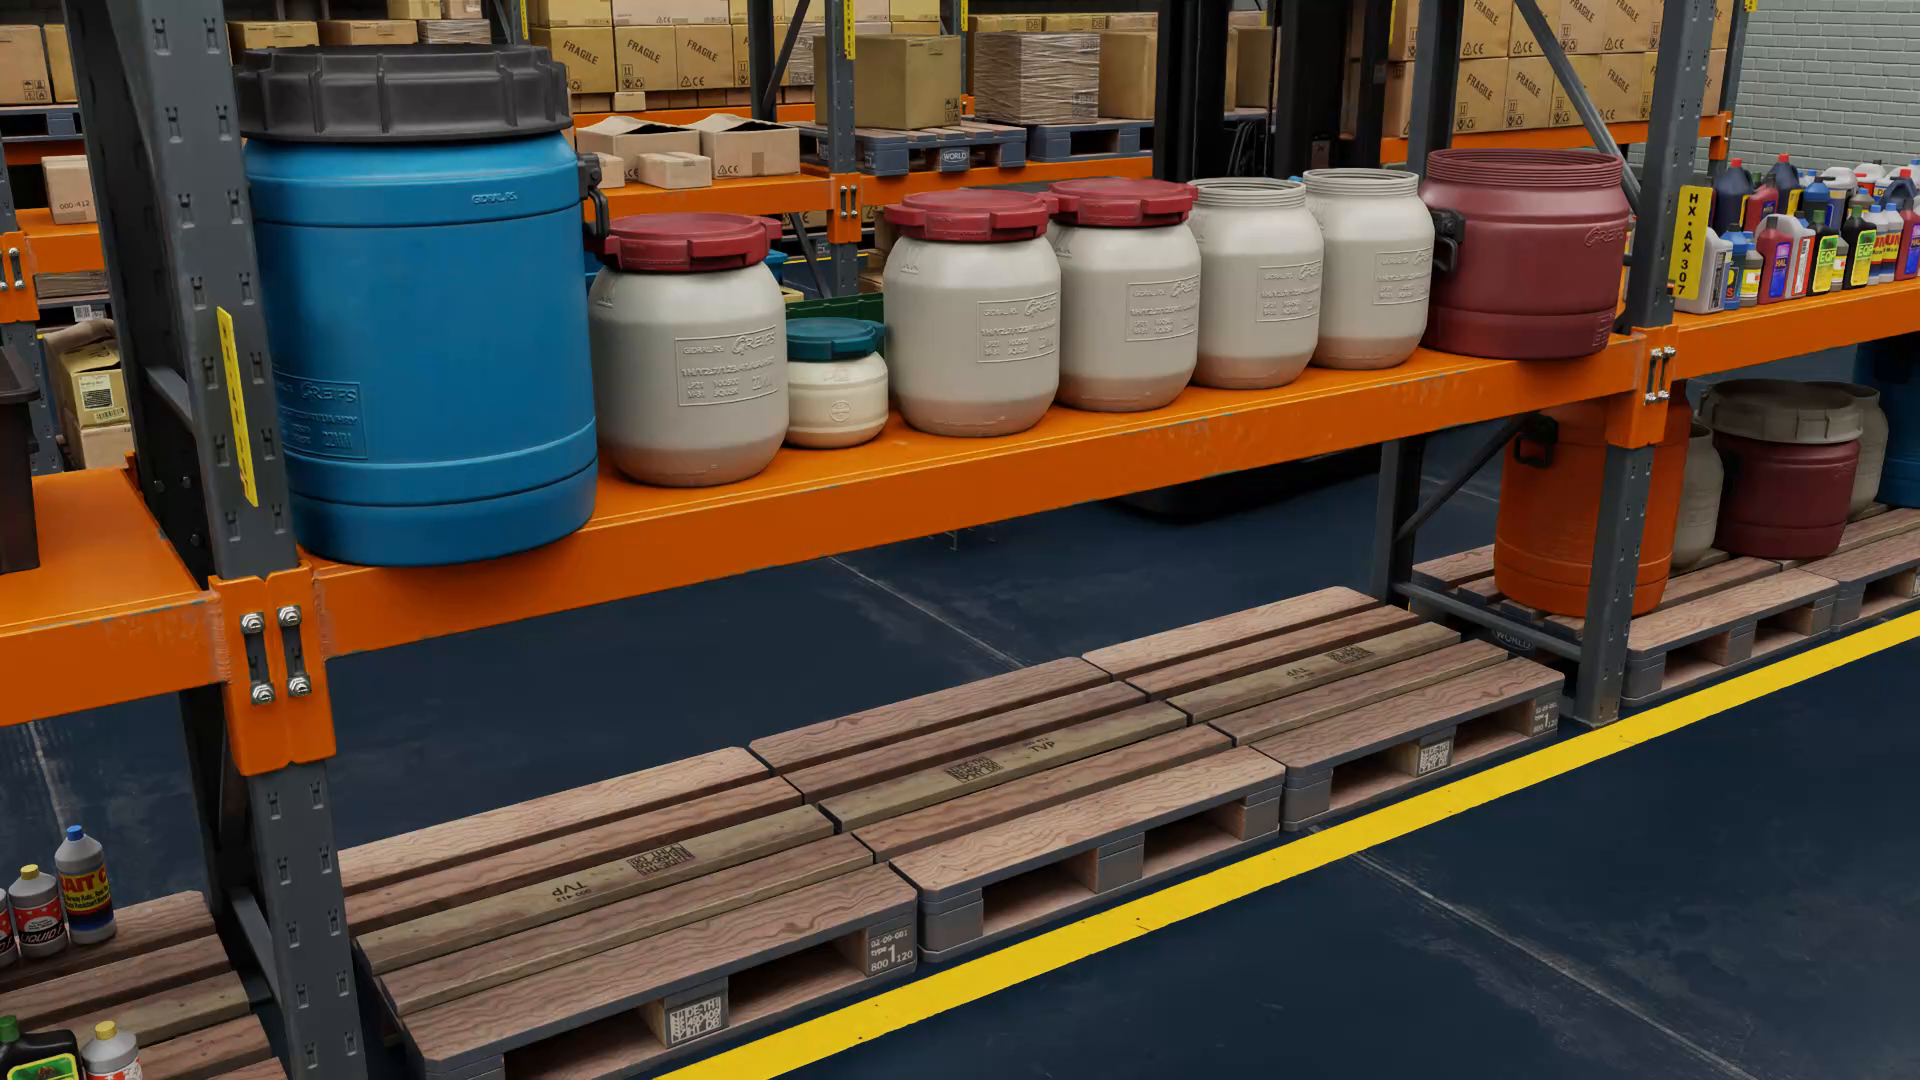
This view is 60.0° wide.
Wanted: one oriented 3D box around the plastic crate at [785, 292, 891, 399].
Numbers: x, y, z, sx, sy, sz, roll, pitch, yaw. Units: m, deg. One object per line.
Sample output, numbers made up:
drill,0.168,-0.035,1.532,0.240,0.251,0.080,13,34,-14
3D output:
plastic crate,-0.204,-0.521,4.434,0.662,0.188,0.450,-12,22,-31

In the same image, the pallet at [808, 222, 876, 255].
pallet,-0.874,-2.821,15.261,1.213,0.211,1.003,-12,22,-31

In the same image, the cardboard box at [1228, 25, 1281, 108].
cardboard box,1.938,-3.197,11.206,0.700,0.500,0.500,14,23,35

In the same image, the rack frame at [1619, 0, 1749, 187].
rack frame,5.798,-3.679,13.443,0.127,3.000,1.000,-12,22,-31

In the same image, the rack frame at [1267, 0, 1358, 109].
rack frame,2.457,-2.974,11.359,0.127,3.000,1.000,-12,22,-31

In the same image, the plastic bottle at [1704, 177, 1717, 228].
plastic bottle,2.895,-1.275,6.516,0.133,0.283,0.061,-12,22,-31

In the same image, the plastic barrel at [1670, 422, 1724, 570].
plastic barrel,2.659,-0.179,6.318,0.421,0.512,0.421,0,19,0

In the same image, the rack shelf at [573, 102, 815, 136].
rack shelf,-1.941,-3.605,14.349,4.000,0.370,1.077,-12,22,-31

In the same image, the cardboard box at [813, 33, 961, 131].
cardboard box,-0.420,-2.657,9.609,0.700,0.500,0.500,14,23,35

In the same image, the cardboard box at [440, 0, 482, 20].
cardboard box,-3.883,-4.088,12.798,0.250,0.149,0.380,-16,24,-38

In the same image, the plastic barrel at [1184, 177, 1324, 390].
plastic barrel,0.744,-0.684,4.411,0.421,0.512,0.421,0,19,0

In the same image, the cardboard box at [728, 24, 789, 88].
cardboard box,-1.777,-4.080,13.976,0.500,0.500,0.500,-11,22,-30

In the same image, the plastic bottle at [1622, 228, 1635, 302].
plastic bottle,2.293,-0.916,5.464,0.135,0.276,0.152,-12,22,-31

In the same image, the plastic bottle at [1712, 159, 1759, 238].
plastic bottle,3.051,-1.324,6.555,0.185,0.351,0.144,-12,22,-31

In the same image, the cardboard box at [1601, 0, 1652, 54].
cardboard box,4.725,-3.866,12.279,0.500,0.500,0.500,-11,22,-30

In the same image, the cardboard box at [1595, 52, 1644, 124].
cardboard box,4.722,-3.396,12.449,0.500,0.500,0.500,-12,22,-31

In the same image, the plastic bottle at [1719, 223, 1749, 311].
plastic bottle,2.488,-0.886,5.383,0.097,0.271,0.097,0,19,0

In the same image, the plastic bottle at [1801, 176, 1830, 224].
plastic bottle,3.420,-1.318,6.661,0.097,0.271,0.097,0,19,0

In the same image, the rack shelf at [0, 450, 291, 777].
rack shelf,-3.174,0.454,2.343,4.000,0.370,1.077,-12,22,-31

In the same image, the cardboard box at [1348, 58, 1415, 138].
cardboard box,3.033,-3.038,11.393,0.500,0.500,0.500,-11,22,-30

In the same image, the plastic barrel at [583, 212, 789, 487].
plastic barrel,-0.584,-0.414,3.573,0.433,0.535,0.433,0,19,0

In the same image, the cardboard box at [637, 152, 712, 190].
cardboard box,-1.483,-1.918,8.628,0.250,0.149,0.380,-12,22,-31

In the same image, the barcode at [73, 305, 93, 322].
barcode,-3.782,-0.978,7.170,0.075,0.075,0.001,-12,22,-31

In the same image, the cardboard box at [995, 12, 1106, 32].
cardboard box,0.804,-4.659,15.874,0.700,0.700,0.980,-13,22,-33

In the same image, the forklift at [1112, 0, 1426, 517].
forklift,1.733,-1.865,8.184,3.031,2.935,1.130,-15,24,-38

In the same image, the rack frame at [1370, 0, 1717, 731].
rack frame,1.837,-0.944,5.354,0.127,3.000,1.000,-12,22,-31

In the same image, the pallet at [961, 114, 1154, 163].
pallet,0.738,-2.522,10.322,1.213,0.211,1.003,-12,22,-31

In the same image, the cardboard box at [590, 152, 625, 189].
cardboard box,-1.918,-1.911,8.606,0.250,0.149,0.380,-10,21,-27

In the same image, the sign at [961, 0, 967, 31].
sign,0.036,-4.666,14.679,0.005,0.325,0.100,-12,22,-31

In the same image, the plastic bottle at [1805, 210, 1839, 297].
plastic bottle,2.900,-0.971,5.617,0.133,0.283,0.061,-12,22,-31

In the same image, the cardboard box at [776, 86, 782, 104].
cardboard box,-1.711,-3.798,14.156,0.250,0.149,0.380,-11,22,-30

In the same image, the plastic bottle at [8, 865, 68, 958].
plastic bottle,-2.095,0.835,3.775,0.097,0.201,0.097,0,19,0

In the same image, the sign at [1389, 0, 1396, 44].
sign,2.765,-3.375,10.736,0.005,0.325,0.100,-12,22,-31

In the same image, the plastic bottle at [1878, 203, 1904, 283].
plastic bottle,3.260,-1.049,5.864,0.097,0.271,0.097,0,19,0

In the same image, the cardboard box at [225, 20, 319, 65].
cardboard box,-5.027,-3.539,12.186,0.500,0.500,0.700,-12,22,-31

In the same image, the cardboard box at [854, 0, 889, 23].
cardboard box,-0.952,-4.613,14.385,0.500,0.250,0.500,-11,22,-30

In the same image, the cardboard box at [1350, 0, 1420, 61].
cardboard box,3.005,-3.503,11.205,0.500,0.500,0.500,-11,22,-30

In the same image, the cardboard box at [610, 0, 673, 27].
cardboard box,-2.642,-4.253,13.318,0.500,0.250,0.500,-12,22,-32

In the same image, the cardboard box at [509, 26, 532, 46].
cardboard box,-3.362,-3.945,13.580,0.500,0.500,0.500,-12,22,-31

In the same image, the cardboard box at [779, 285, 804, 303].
cardboard box,-1.186,-1.274,9.090,0.500,0.311,0.500,-11,22,-30

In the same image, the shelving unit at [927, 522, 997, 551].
shelving unit,0.007,-0.428,7.105,0.210,0.900,0.258,-12,22,-31

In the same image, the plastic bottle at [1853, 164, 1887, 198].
plastic bottle,3.809,-1.447,7.035,0.135,0.276,0.152,-12,22,-31

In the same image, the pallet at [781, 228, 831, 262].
pallet,-1.893,-2.605,14.621,1.213,0.211,1.003,-12,22,-31

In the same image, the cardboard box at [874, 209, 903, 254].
cardboard box,-0.187,-1.888,10.190,0.500,0.250,0.500,-11,22,-29

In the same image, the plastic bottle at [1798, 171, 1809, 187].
plastic bottle,3.422,-1.374,6.826,0.097,0.271,0.097,0,19,0

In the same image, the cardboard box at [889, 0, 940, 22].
cardboard box,-0.520,-4.701,14.643,0.500,0.250,0.500,-11,22,-30

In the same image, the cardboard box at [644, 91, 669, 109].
cardboard box,-2.583,-3.624,13.642,0.250,0.149,0.380,-12,22,-32
